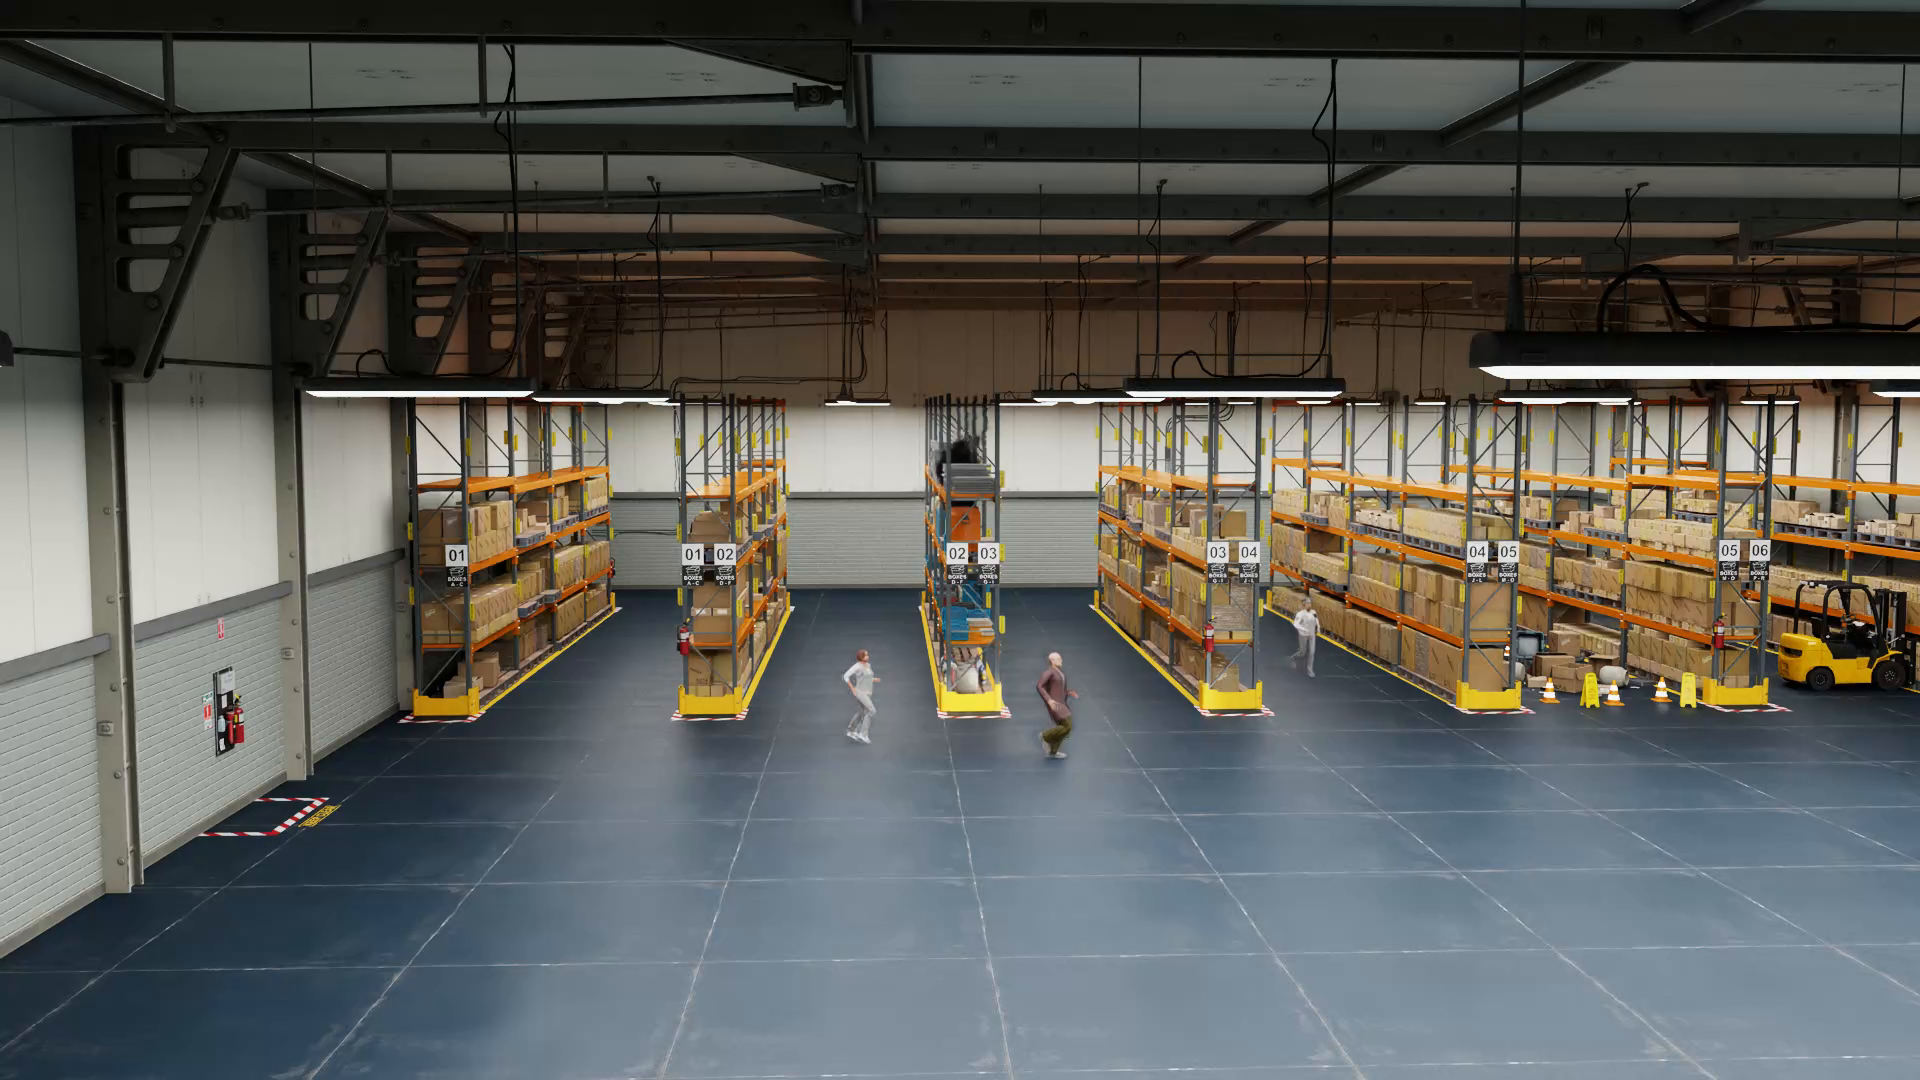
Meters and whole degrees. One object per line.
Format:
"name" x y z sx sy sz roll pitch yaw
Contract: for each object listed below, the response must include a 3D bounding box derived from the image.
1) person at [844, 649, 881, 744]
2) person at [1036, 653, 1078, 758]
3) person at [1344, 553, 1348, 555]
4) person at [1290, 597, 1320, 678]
"person" -1.658 2.675 28.473 0.691 1.625 0.505 2 5 23
"person" 1.613 2.756 27.217 0.624 1.639 0.715 2 5 22
"person" 10.947 1.092 47.369 0.699 1.743 0.615 -1 5 -10
"person" 7.435 2.065 35.788 0.585 1.702 0.867 -1 5 -13
